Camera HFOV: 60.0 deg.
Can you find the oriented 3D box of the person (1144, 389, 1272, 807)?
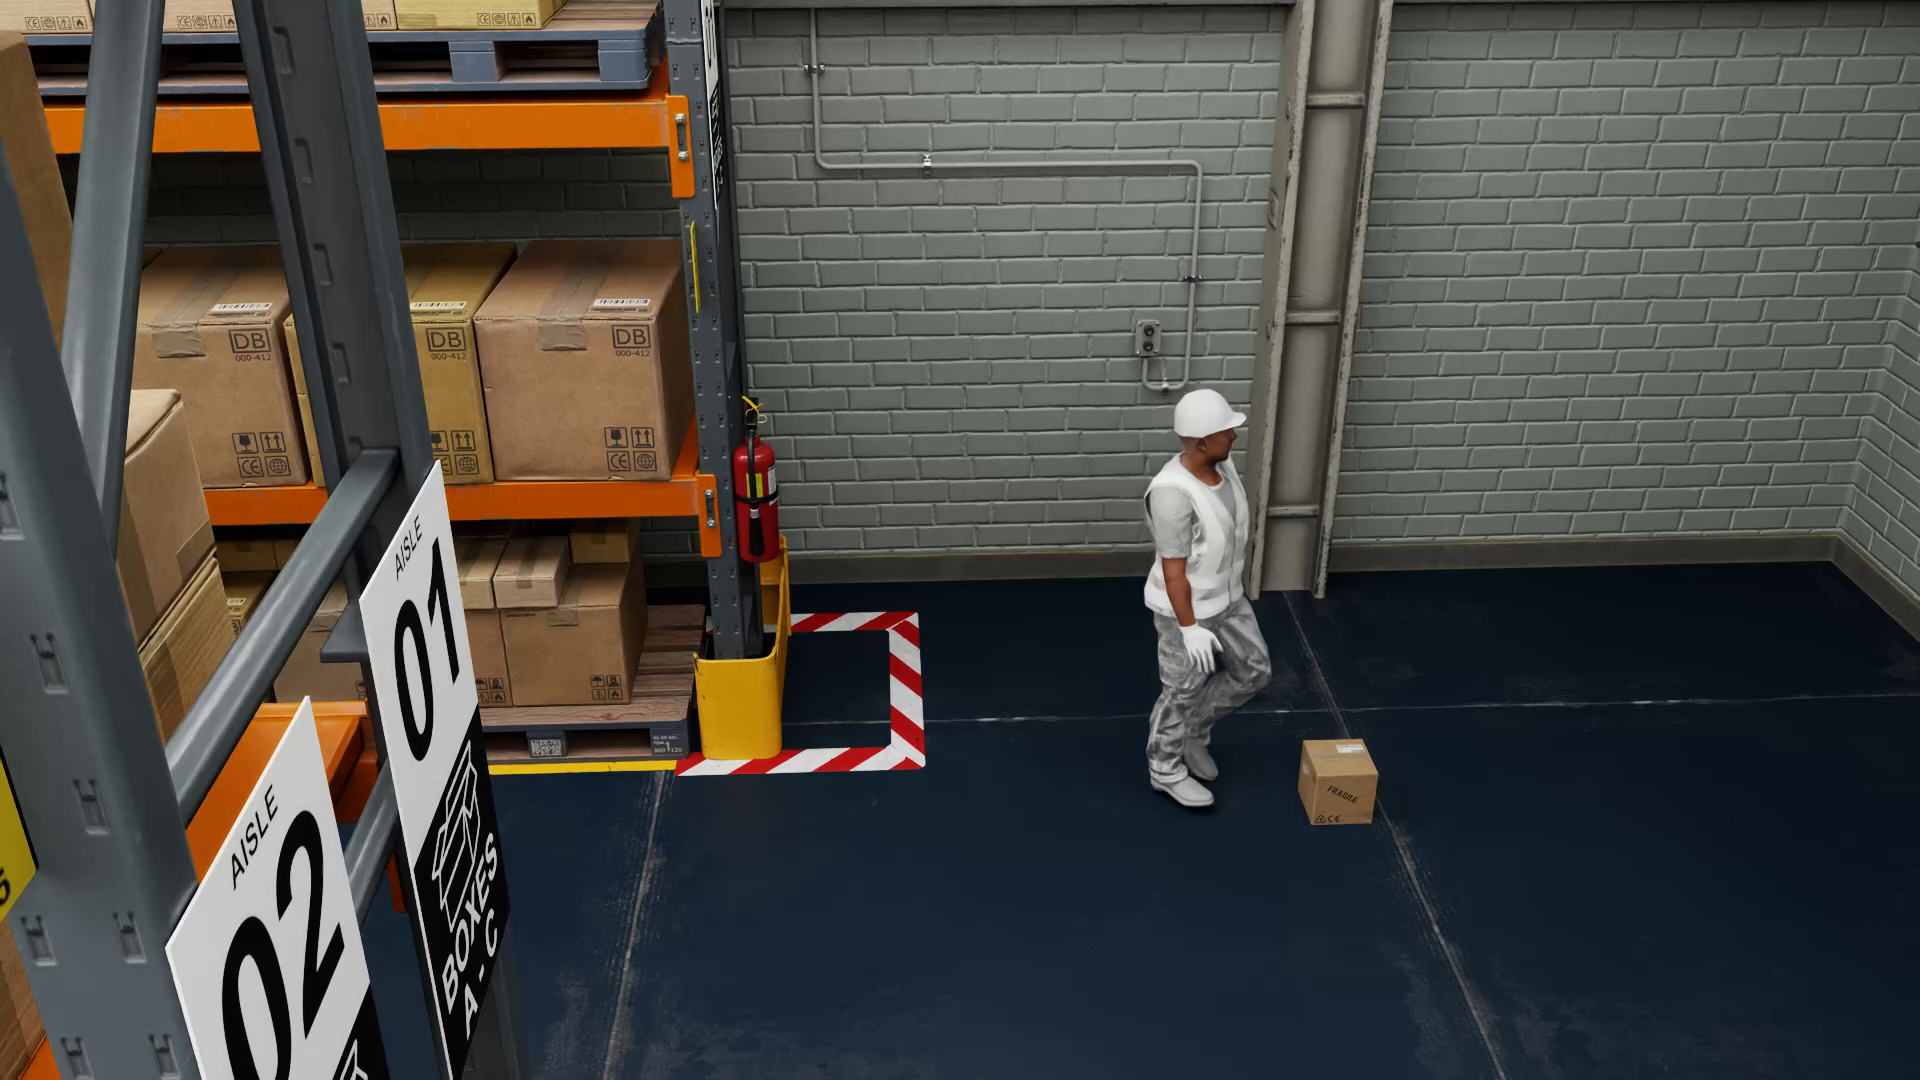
[{"bbox_3d":[0.968,0.265,6.556,0.460,1.792,0.567,20,33,34],"label":"person"}]
